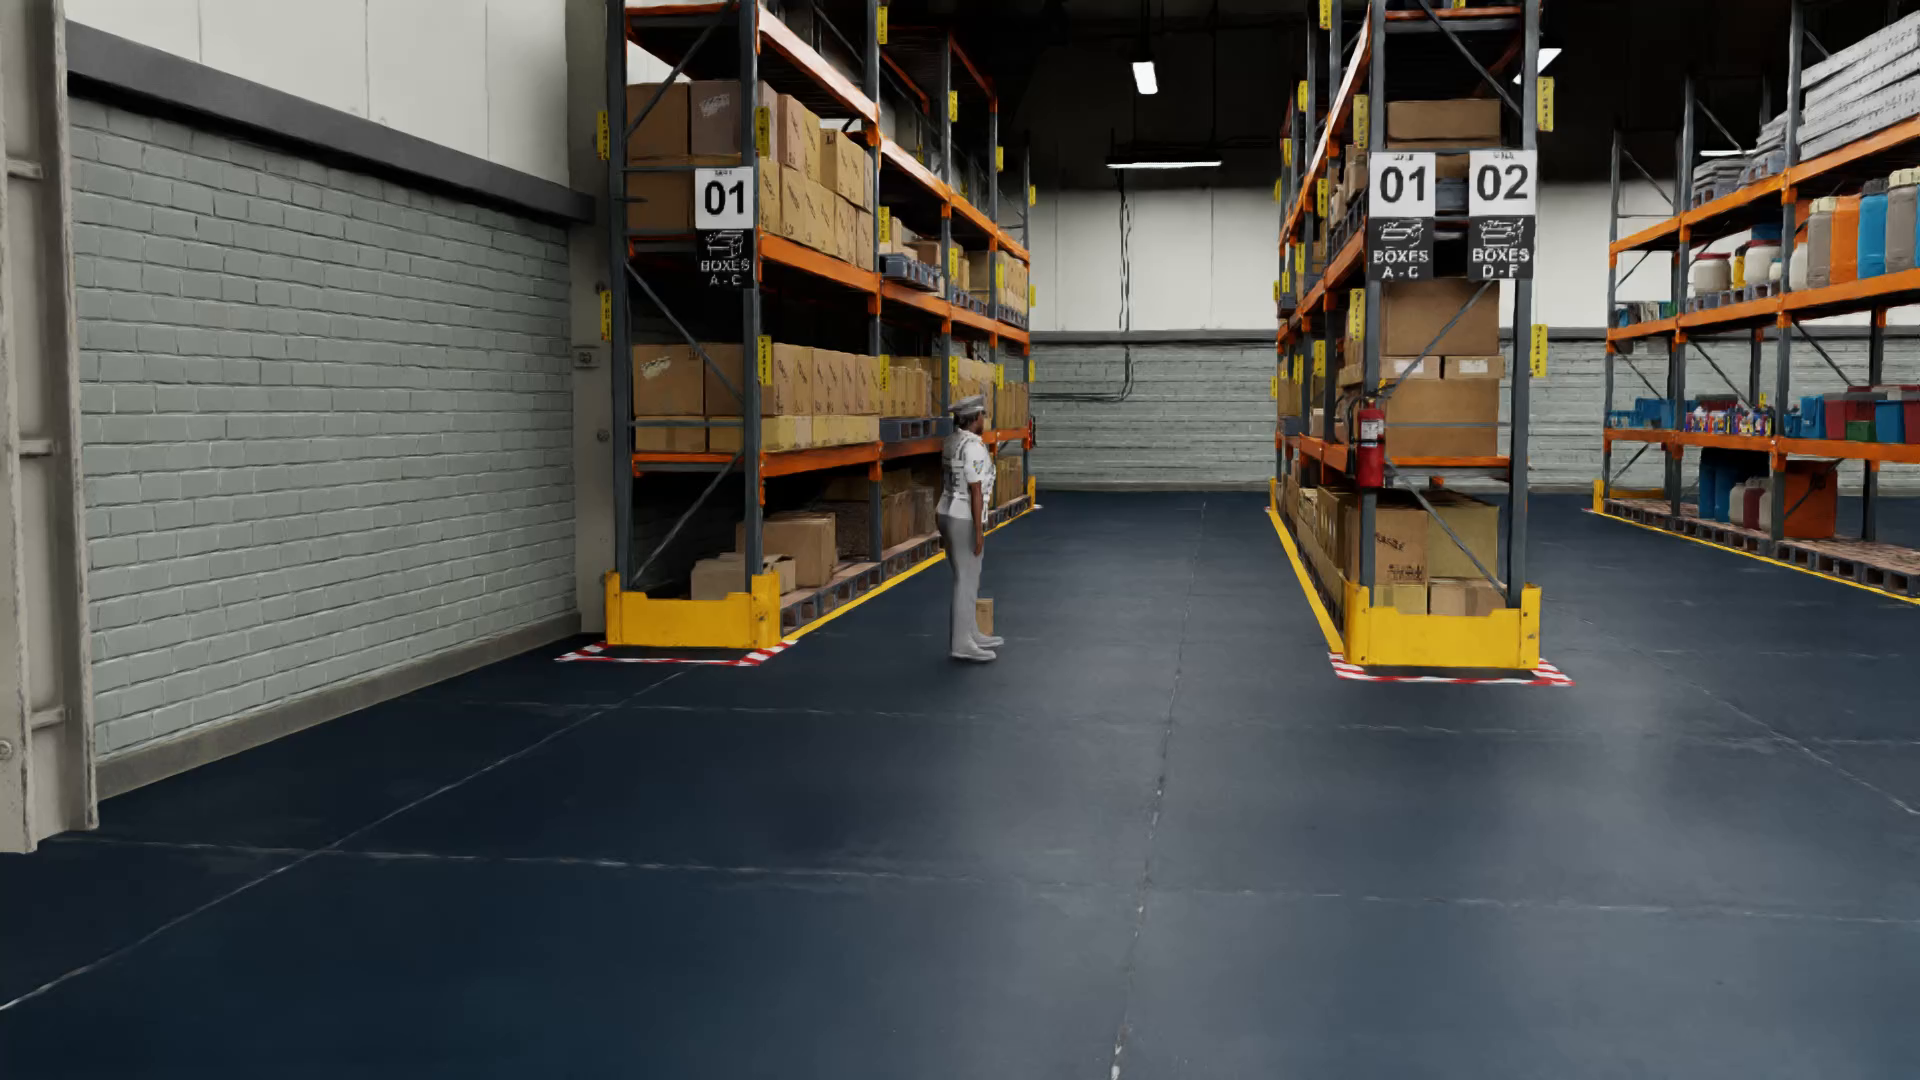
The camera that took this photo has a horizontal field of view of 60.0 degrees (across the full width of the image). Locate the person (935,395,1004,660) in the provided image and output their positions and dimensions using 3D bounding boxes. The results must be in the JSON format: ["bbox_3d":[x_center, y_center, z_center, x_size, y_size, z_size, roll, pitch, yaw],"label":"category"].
[{"bbox_3d":[0.104,-0.091,10.695,0.484,1.685,0.508,-2,5,-22],"label":"person"}]
